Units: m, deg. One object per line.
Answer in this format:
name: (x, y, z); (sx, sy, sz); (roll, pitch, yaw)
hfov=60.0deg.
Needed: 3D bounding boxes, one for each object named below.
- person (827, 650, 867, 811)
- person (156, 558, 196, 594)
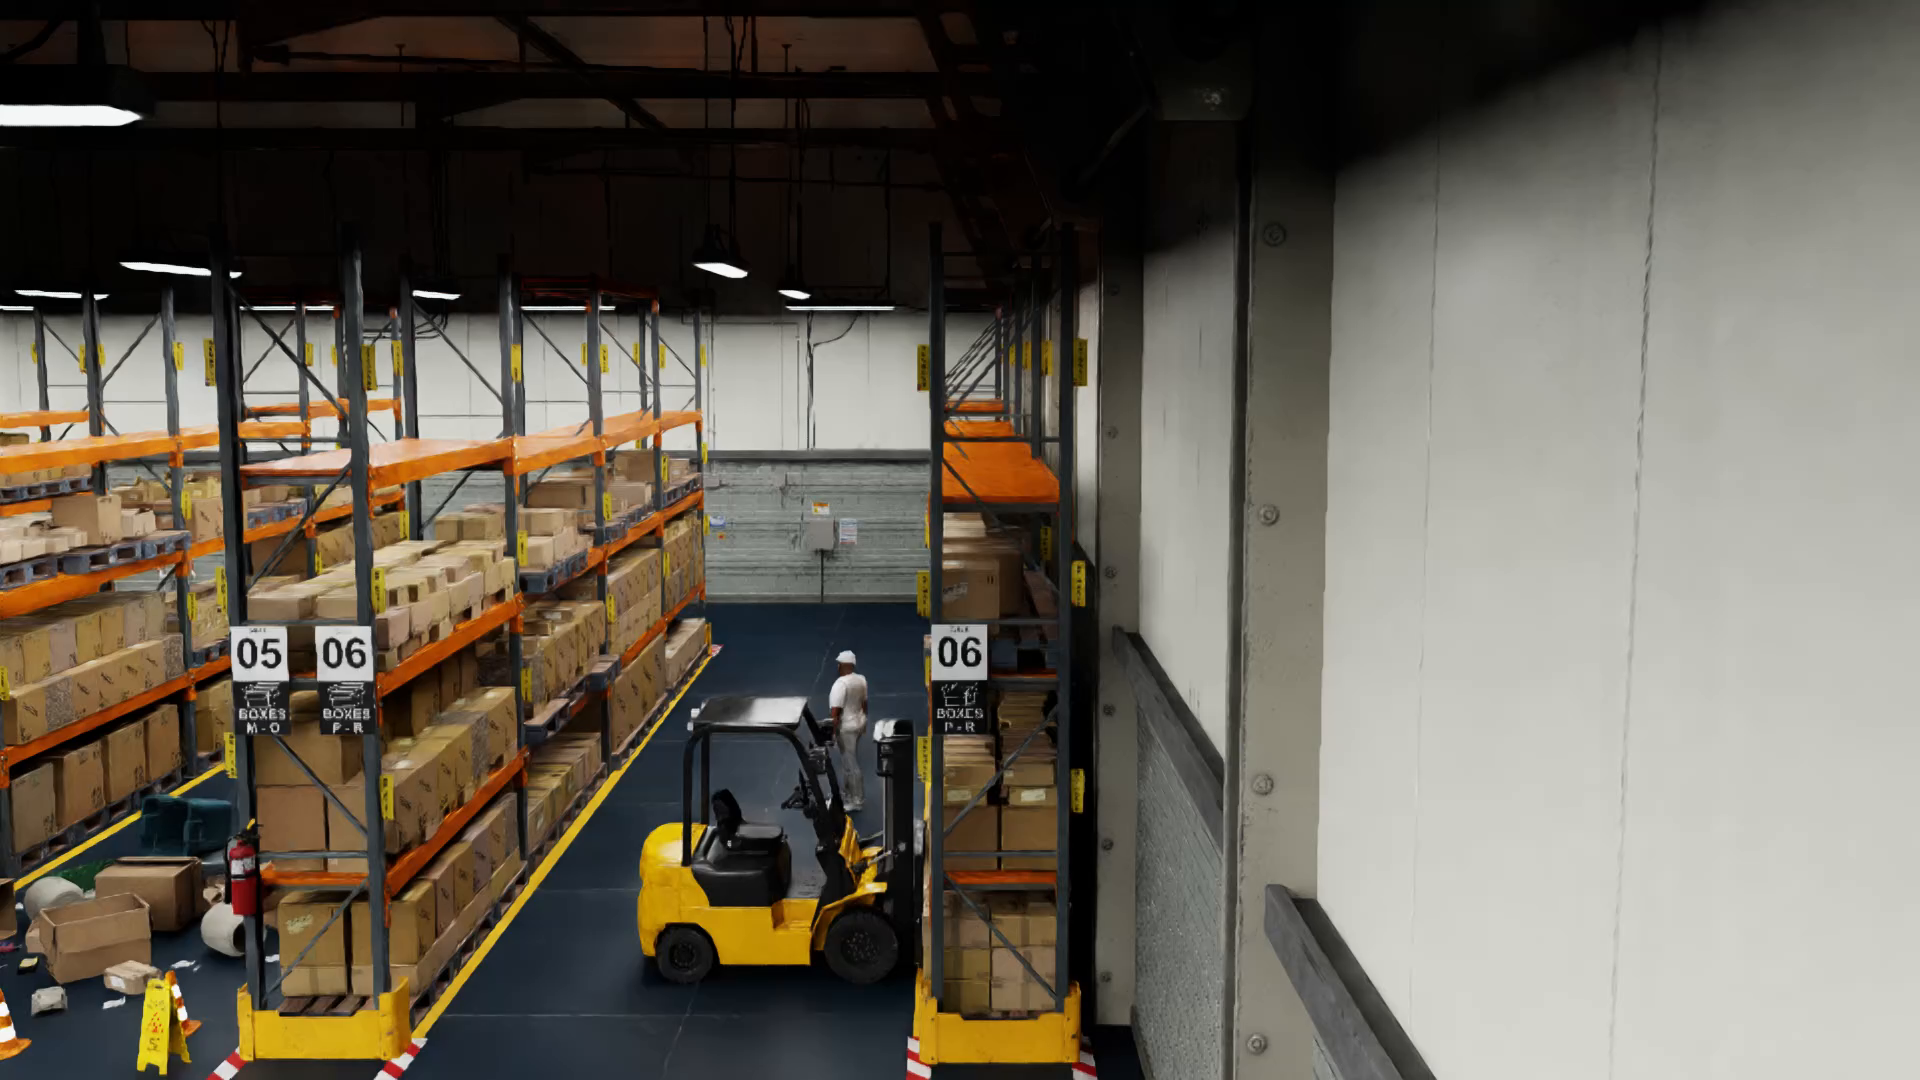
person: (-1.283, 2.105, 18.672); (0.587, 1.760, 0.677); (3, 7, 23)
person: (-14.667, 0.677, 31.099); (0.685, 1.721, 0.805); (-2, 7, -19)
